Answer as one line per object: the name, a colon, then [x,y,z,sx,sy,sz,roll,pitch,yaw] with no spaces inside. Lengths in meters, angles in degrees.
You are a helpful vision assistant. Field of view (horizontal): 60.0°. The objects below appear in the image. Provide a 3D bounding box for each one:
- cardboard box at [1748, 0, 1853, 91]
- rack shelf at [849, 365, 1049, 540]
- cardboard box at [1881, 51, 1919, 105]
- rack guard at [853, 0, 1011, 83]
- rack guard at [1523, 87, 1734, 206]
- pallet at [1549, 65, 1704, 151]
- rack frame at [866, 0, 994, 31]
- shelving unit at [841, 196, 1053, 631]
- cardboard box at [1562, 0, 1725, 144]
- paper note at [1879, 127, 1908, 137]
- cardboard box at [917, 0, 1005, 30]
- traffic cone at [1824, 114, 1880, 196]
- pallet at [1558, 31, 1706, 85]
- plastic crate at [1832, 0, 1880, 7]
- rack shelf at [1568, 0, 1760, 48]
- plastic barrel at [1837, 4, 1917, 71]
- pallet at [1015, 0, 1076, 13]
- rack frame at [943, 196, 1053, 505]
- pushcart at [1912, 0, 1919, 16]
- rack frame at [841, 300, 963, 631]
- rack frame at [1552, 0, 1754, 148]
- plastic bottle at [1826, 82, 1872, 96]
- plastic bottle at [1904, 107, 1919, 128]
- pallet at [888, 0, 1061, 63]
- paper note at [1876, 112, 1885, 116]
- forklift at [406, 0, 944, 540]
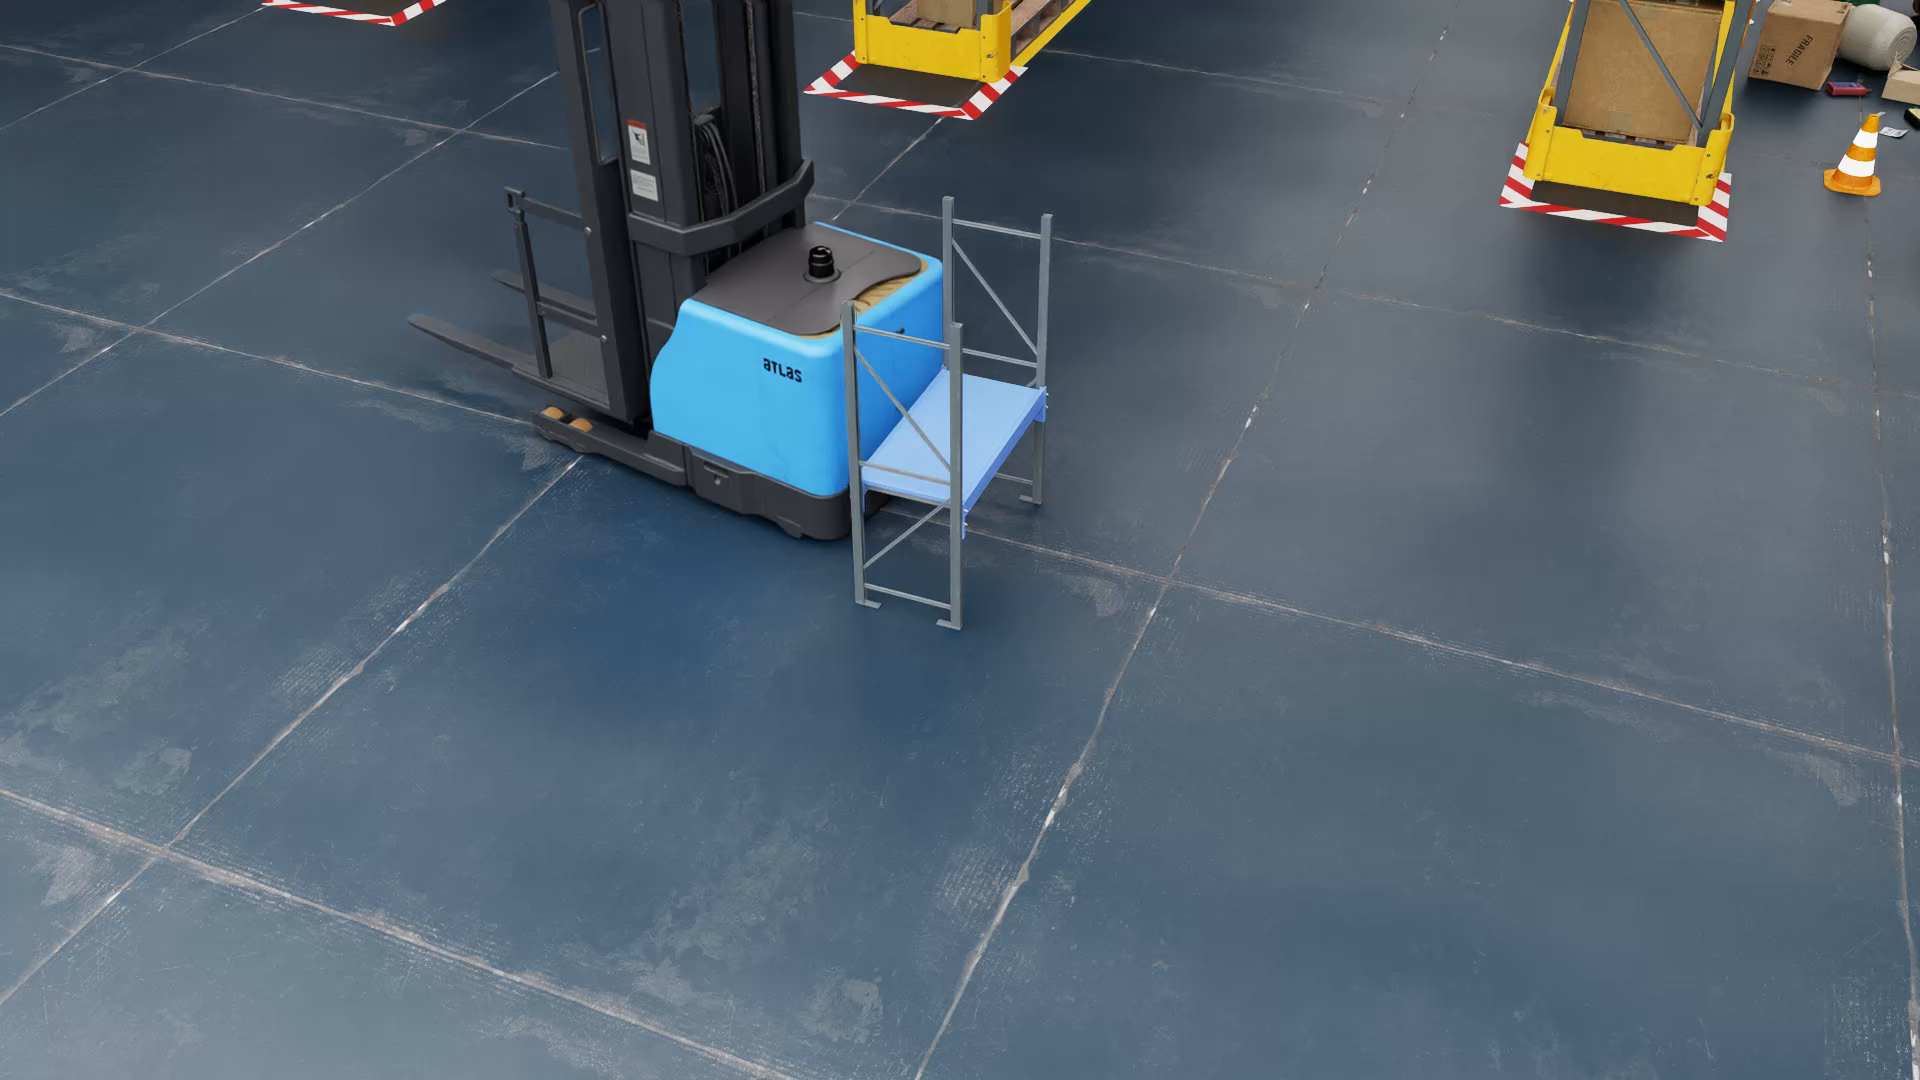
cardboard box: [6.190,-3.681,12.255,0.500,0.500,0.500,21,42,25]
rack shelf: [-0.032,-0.409,7.345,0.538,0.185,1.000,14,39,18]
cardboard box: [6.881,-3.308,11.954,0.396,0.266,0.258,21,42,25]
rack guard: [-0.210,-3.787,12.398,1.175,0.500,0.348,14,39,18]
rack guard: [4.301,-2.545,10.738,1.175,0.500,0.348,14,39,18]
pallet: [4.542,-2.903,11.458,1.003,0.211,1.213,14,39,18]
rack frame: [-0.239,-4.746,11.594,1.000,3.000,0.127,14,39,18]
shelving unit: [-0.032,-0.553,7.238,0.538,1.500,1.048,14,39,18]
cardboard box: [4.507,-3.268,11.040,0.875,0.875,0.875,14,39,18]
paper note: [6.461,-2.828,11.510,0.144,0.017,0.142,29,45,33]
cardboard box: [0.014,-4.255,12.674,0.500,0.500,0.500,21,42,26]
traffic cone: [5.825,-2.514,10.727,0.336,0.463,0.334,14,39,18]
pallet: [5.007,-3.577,12.359,1.003,0.211,1.213,14,39,18]
plastic crate: [6.977,-4.277,13.267,0.662,0.188,0.450,-25,33,-29]
rack shelf: [5.071,-4.379,11.704,1.077,0.370,4.000,14,39,18]
plastic barrel: [6.819,-3.765,12.434,0.421,0.421,0.512,-17,40,-22]
pallet: [0.598,-4.786,13.976,1.003,0.211,1.213,14,39,18]
rack frame: [0.161,-0.835,7.614,0.500,1.500,0.032,14,39,18]
pushcart: [8.320,-4.144,12.979,1.648,0.377,0.936,1,37,2]
rack frame: [-0.226,-0.272,6.861,0.500,1.500,0.032,14,39,18]
rack frame: [4.310,-3.560,10.007,1.000,3.000,0.127,14,39,18]
plastic bottle: [6.463,-3.276,12.082,0.283,0.061,0.133,1,37,2]
plastic bottle: [6.729,-2.974,11.678,0.133,0.061,0.283,1,37,2]
pallet: [0.132,-4.113,13.076,1.003,0.211,1.213,14,39,18]
paper note: [6.508,-3.013,11.772,0.123,0.001,0.032,-25,43,-29]
forklift: [-1.552,-1.854,7.782,3.031,2.935,1.130,22,42,26]
